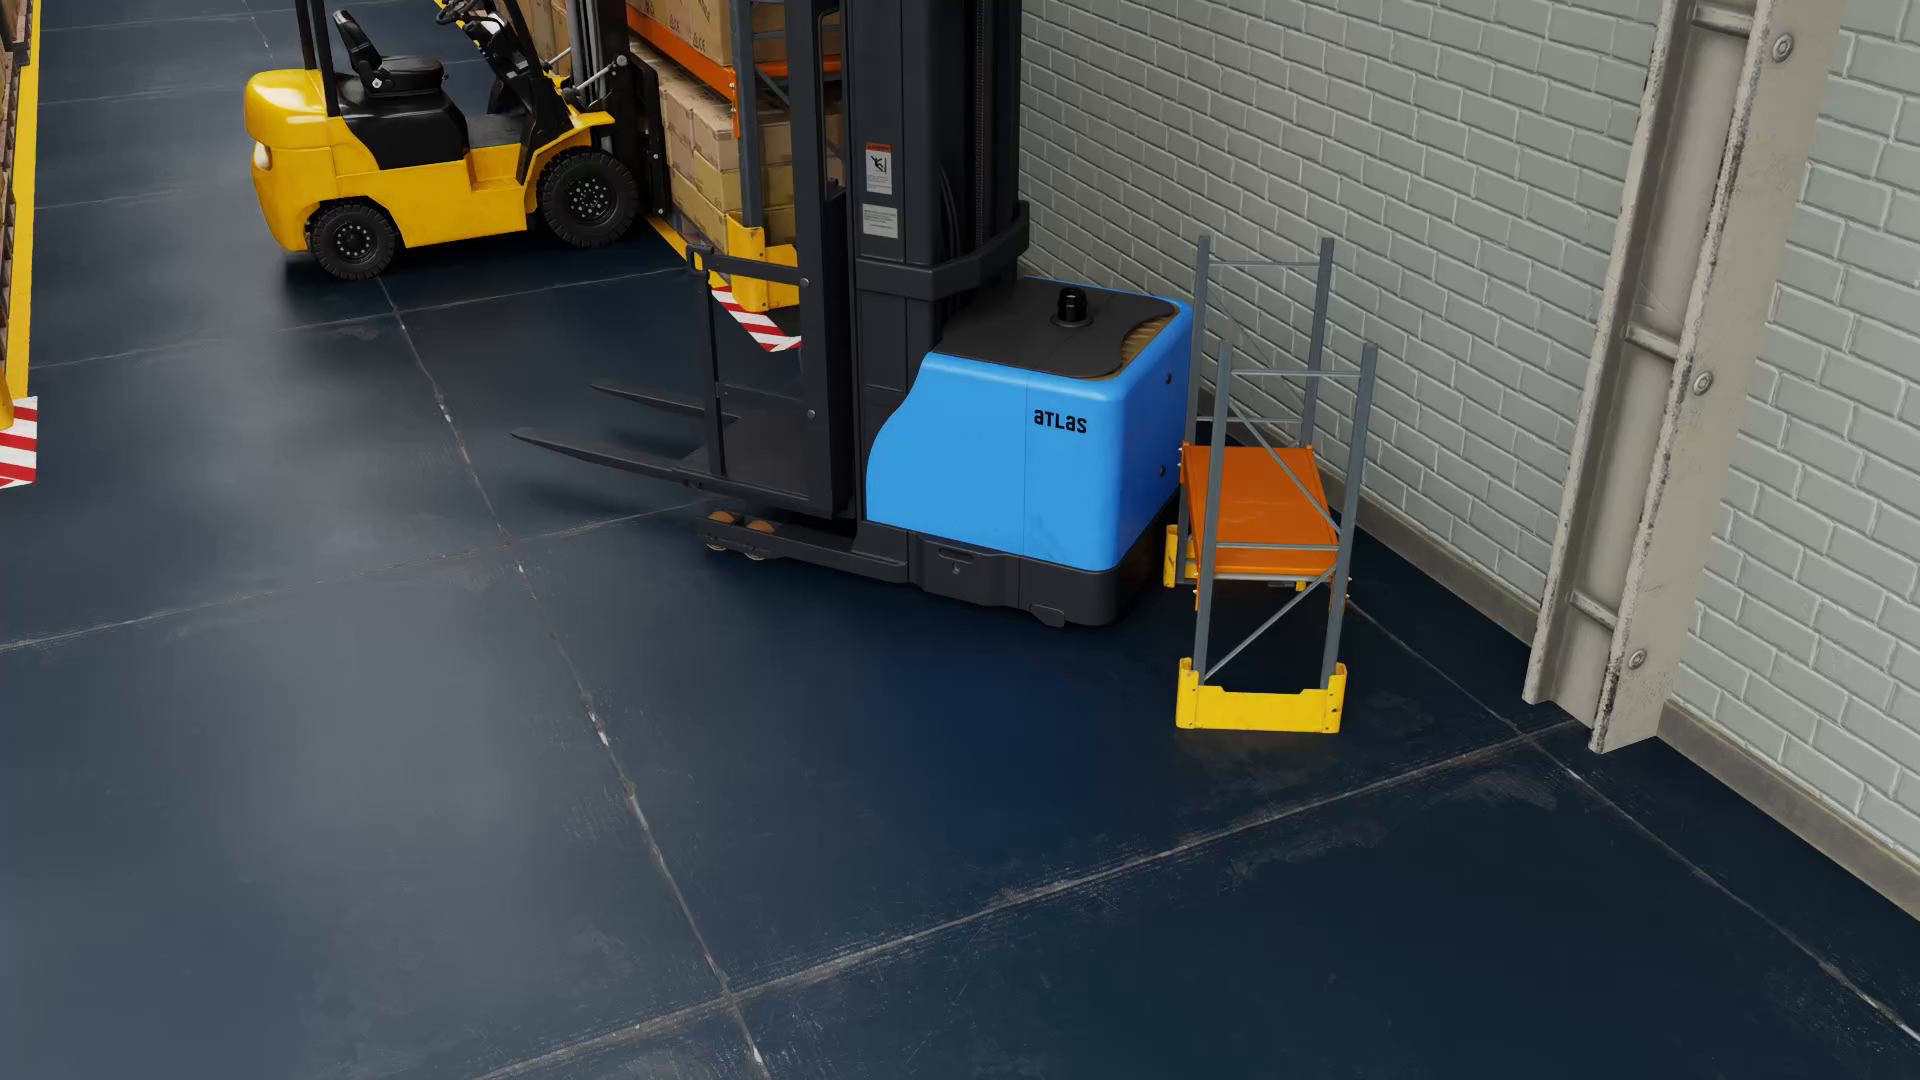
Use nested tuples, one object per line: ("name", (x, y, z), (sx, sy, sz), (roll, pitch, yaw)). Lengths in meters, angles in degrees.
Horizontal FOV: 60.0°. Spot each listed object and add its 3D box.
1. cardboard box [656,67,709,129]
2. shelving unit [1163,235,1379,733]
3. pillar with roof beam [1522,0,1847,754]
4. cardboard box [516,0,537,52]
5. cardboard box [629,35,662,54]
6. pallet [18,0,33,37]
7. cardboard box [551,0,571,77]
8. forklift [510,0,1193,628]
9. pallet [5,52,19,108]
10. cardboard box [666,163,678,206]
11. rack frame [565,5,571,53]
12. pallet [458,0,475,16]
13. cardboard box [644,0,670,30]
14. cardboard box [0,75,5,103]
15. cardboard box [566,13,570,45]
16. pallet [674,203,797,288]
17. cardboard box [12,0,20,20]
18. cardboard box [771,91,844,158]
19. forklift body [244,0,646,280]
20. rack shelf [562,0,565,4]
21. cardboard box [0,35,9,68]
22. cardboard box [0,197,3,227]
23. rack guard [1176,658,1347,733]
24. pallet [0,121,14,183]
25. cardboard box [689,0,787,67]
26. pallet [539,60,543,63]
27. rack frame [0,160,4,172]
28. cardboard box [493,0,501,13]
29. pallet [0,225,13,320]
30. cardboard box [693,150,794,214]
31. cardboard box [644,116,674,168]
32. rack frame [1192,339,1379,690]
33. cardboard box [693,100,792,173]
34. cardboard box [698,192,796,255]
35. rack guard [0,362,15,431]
("cardboard box", (-1.704, -2.824, 10.579), (0.500, 0.250, 0.500), (-13, 32, -21))
("shelving unit", (1.111, -0.228, 6.123), (0.587, 1.500, 1.083), (2, 29, 3))
("pillar with roof beam", (-1.572, -2.380, 2.294), (9.100, 9.000, 0.400), (-13, 32, -22))
("cardboard box", (-3.377, -4.640, 14.456), (0.875, 0.625, 0.625), (-14, 32, -24))
("cardboard box", (-2.133, -3.283, 11.398), (0.500, 0.250, 0.500), (-12, 31, -20))
("pallet", (-9.481, -4.997, 15.946), (1.003, 0.211, 1.213), (-13, 32, -22))
("cardboard box", (-2.726, -3.964, 13.250), (0.875, 0.625, 0.625), (-12, 31, -20))
("forklift", (-0.570, -1.410, 6.768), (3.031, 2.935, 1.130), (13, 32, 22))
("pallet", (-8.356, -3.749, 13.721), (1.003, 0.211, 1.213), (-13, 32, -22))
("cardboard box", (-1.673, -2.391, 10.829), (0.500, 0.250, 0.500), (-13, 32, -21))
("rack frame", (-2.492, -4.588, 12.365), (1.000, 3.000, 0.127), (-13, 32, -22))
("pallet", (-4.496, -5.477, 16.801), (1.003, 0.211, 1.213), (-13, 32, -22))
("cardboard box", (-1.658, -3.484, 10.295), (0.500, 0.500, 0.500), (-14, 32, -23))
("cardboard box", (-7.813, -3.436, 12.568), (0.950, 0.372, 0.625), (-12, 31, -20))
("cardboard box", (-2.568, -3.729, 12.192), (0.500, 0.250, 0.500), (-14, 32, -23))
("pallet", (-1.141, -1.934, 10.483), (1.003, 0.211, 1.213), (-13, 32, -22))
("cardboard box", (-9.291, -5.285, 15.351), (0.875, 0.875, 0.875), (-13, 32, -21))
("cardboard box", (-0.810, -2.493, 9.989), (0.500, 0.250, 0.500), (-14, 32, -23))
("forklift body", (-3.236, -2.906, 10.233), (2.313, 2.155, 1.214), (-13, 32, -22))
("rack shelf", (-3.351, -5.158, 14.117), (1.077, 0.370, 4.000), (-13, 32, -22))
("cardboard box", (-8.457, -4.097, 13.746), (0.950, 0.372, 0.625), (-15, 33, -25))
("cardboard box", (-6.239, -2.090, 10.293), (0.500, 0.250, 0.500), (-14, 32, -23))
("rack guard", (1.081, 0.561, 5.995), (0.587, 0.250, 0.087), (2, 29, 3))
("pallet", (-7.309, -2.672, 11.799), (1.003, 0.211, 1.213), (-13, 32, -22))
("cardboard box", (-1.223, -3.027, 9.479), (0.500, 0.500, 0.500), (-14, 32, -23))
("pallet", (-3.371, -4.229, 14.576), (1.003, 0.211, 1.213), (-13, 32, -22))
("rack frame", (-6.973, -3.544, 10.504), (1.000, 3.000, 0.127), (-13, 32, -22))
("cardboard box", (-3.954, -5.224, 15.498), (0.875, 0.625, 0.625), (-12, 31, -20))
("pallet", (-6.125, -1.499, 9.708), (1.003, 0.211, 1.213), (-13, 32, -22))
("cardboard box", (-1.266, -2.172, 9.928), (0.500, 0.250, 0.500), (-14, 32, -23))
("cardboard box", (-1.712, -2.620, 10.726), (0.500, 0.250, 0.500), (-14, 32, -23))
("rack frame", (1.080, 0.025, 5.672), (0.500, 1.500, 0.032), (2, 29, 3))
("cardboard box", (-1.254, -2.379, 9.786), (0.500, 0.250, 0.500), (-12, 31, -20))
("cardboard box", (-1.262, -1.946, 10.036), (0.500, 0.250, 0.500), (-13, 32, -22))
("rack guard", (-5.289, -0.721, 8.024), (1.175, 0.500, 0.348), (-13, 32, -22))
